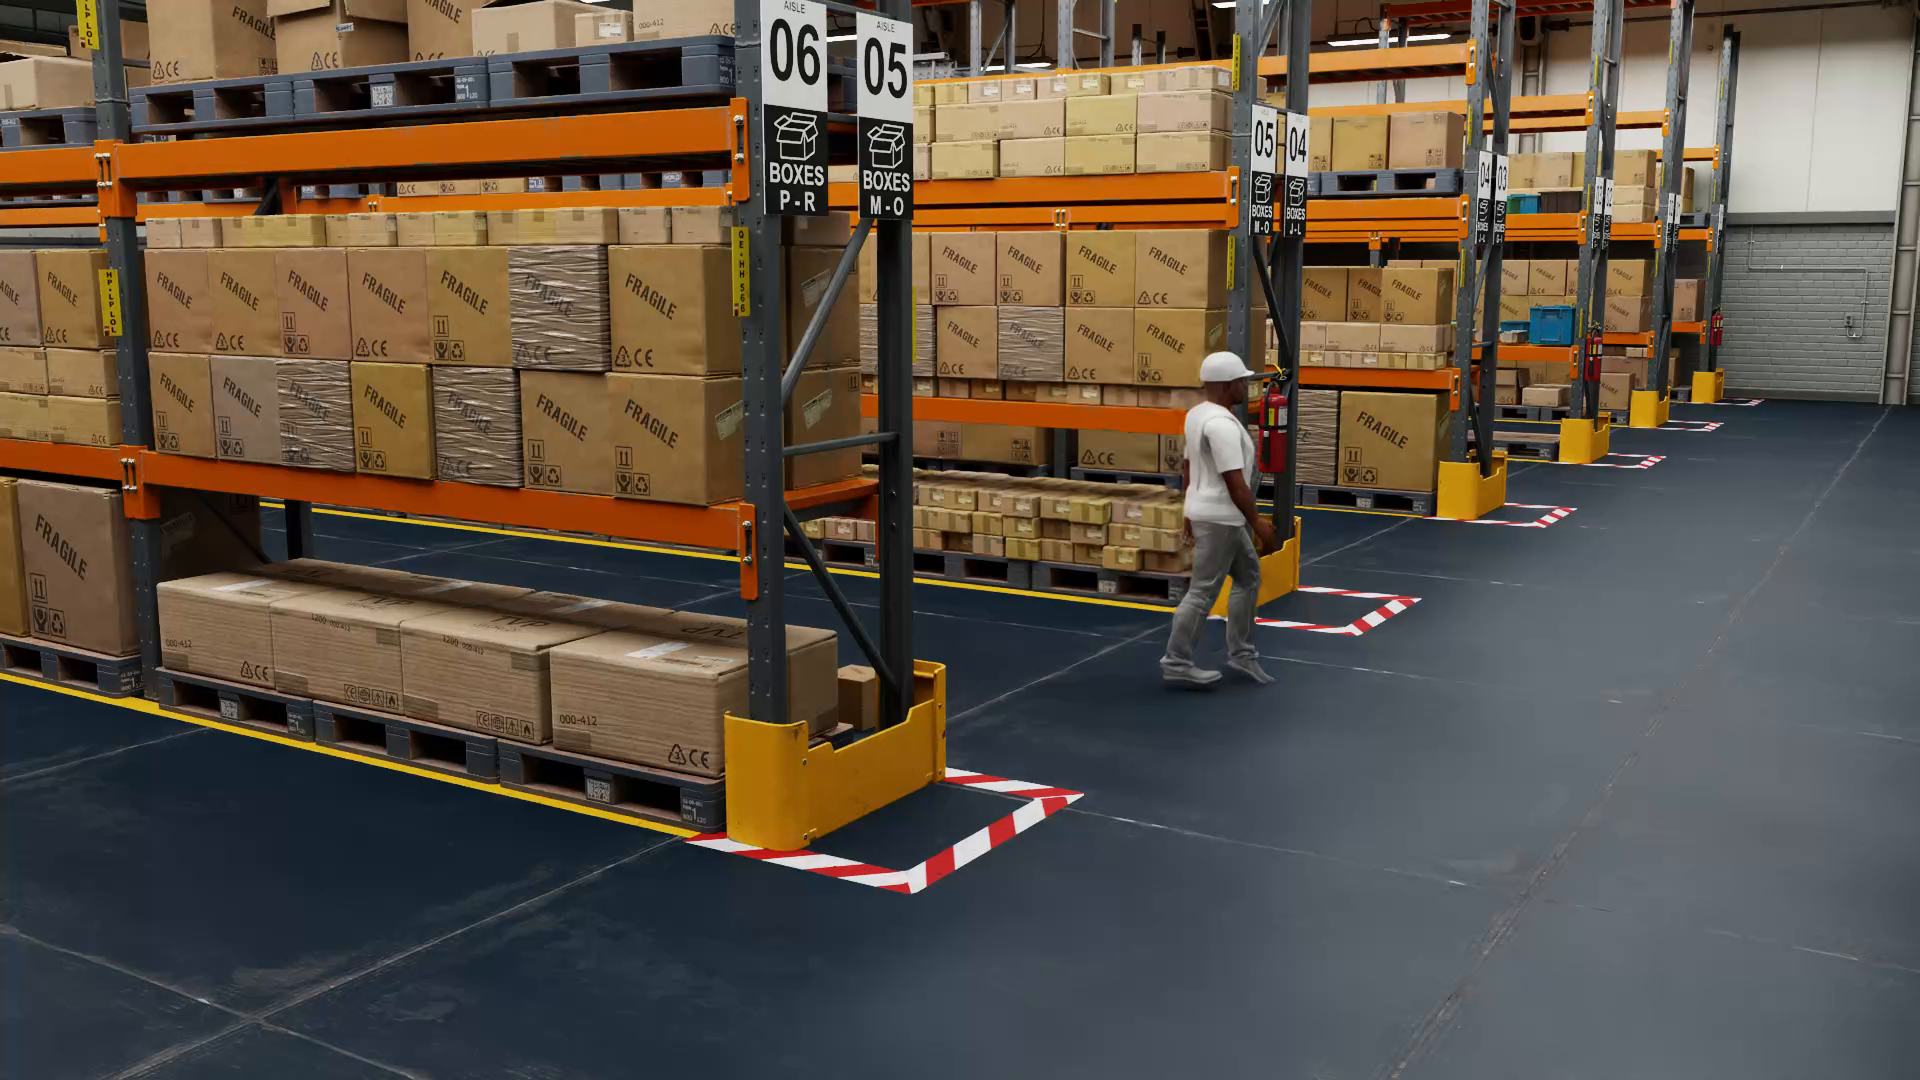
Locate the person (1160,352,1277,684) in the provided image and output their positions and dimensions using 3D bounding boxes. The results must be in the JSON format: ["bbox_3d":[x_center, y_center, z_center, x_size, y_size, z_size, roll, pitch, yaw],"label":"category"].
[{"bbox_3d":[1.394,-0.075,8.745,0.666,1.820,0.583,0,9,-1],"label":"person"}]
